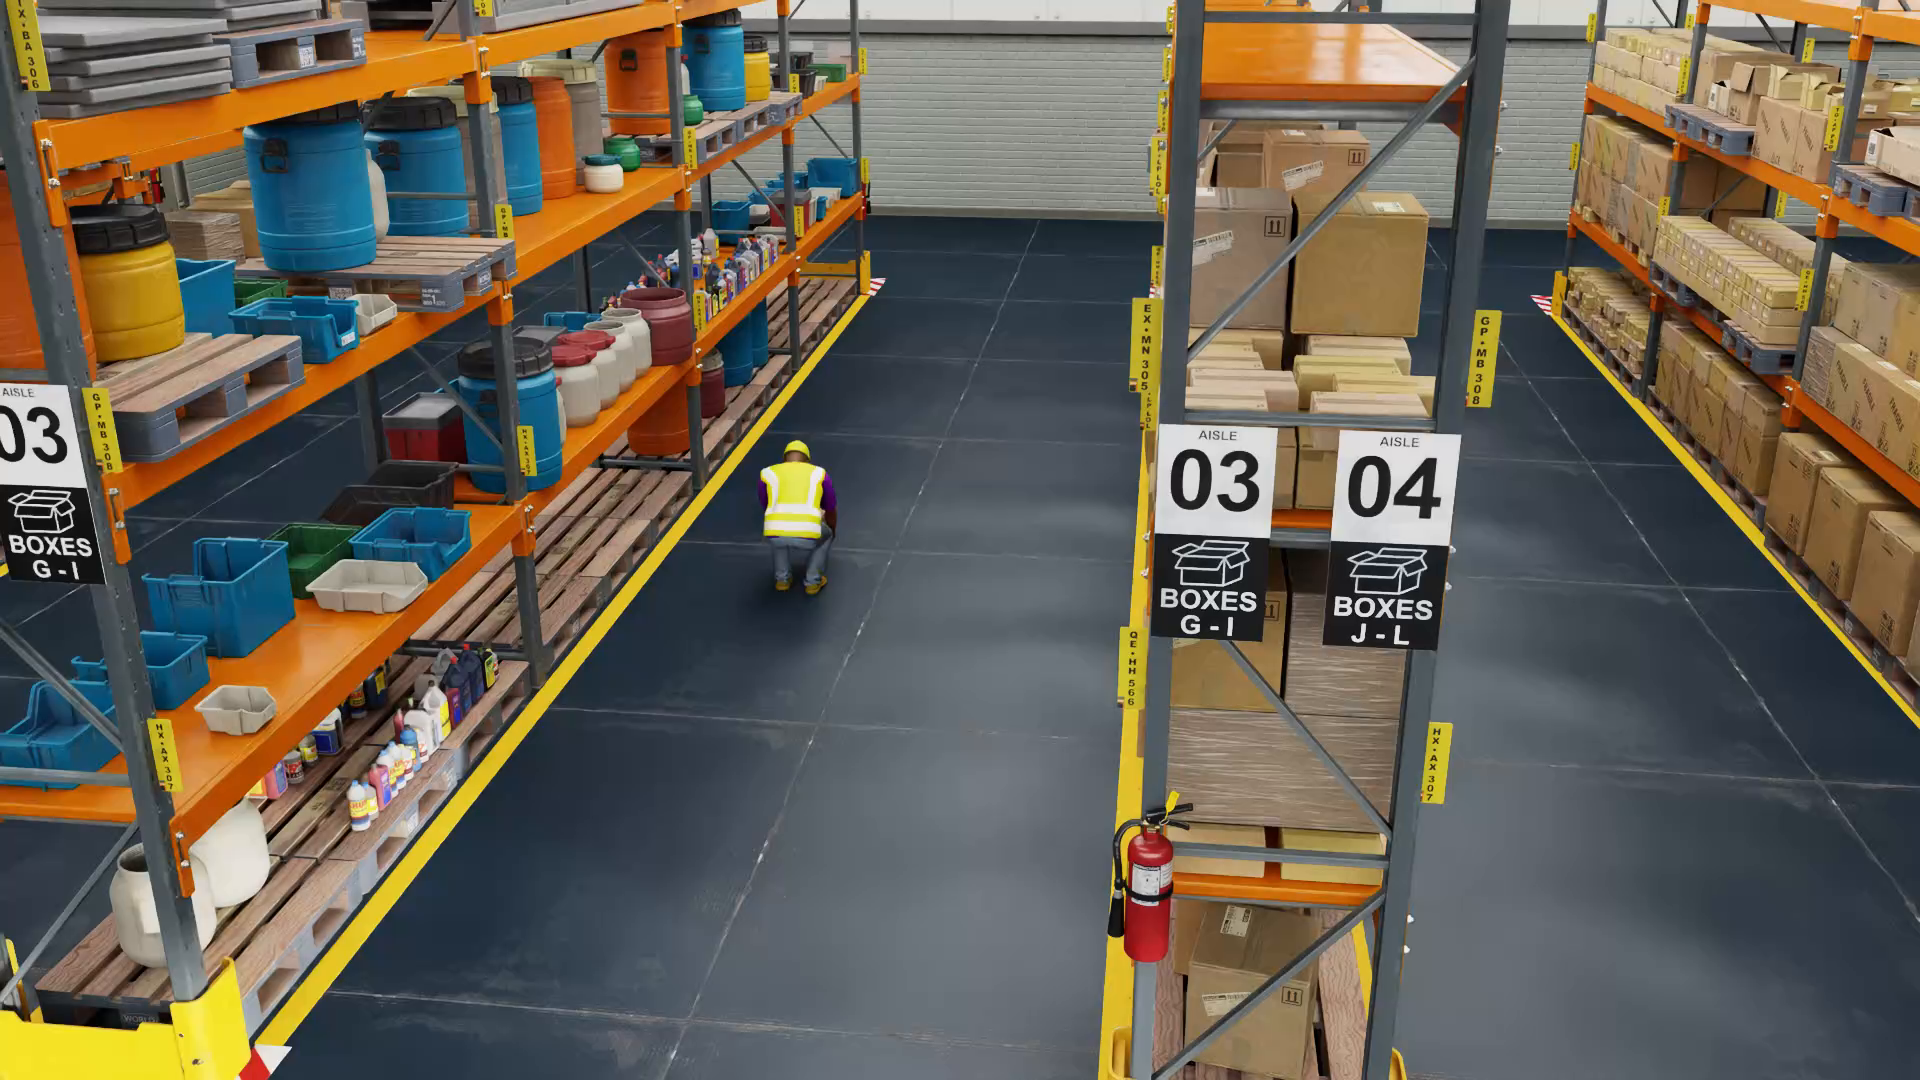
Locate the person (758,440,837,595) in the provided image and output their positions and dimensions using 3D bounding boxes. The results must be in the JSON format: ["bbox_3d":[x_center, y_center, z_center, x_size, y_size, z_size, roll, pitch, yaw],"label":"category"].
[{"bbox_3d":[-1.250,-0.168,12.524,0.583,1.027,0.895,2,21,6],"label":"person"}]
